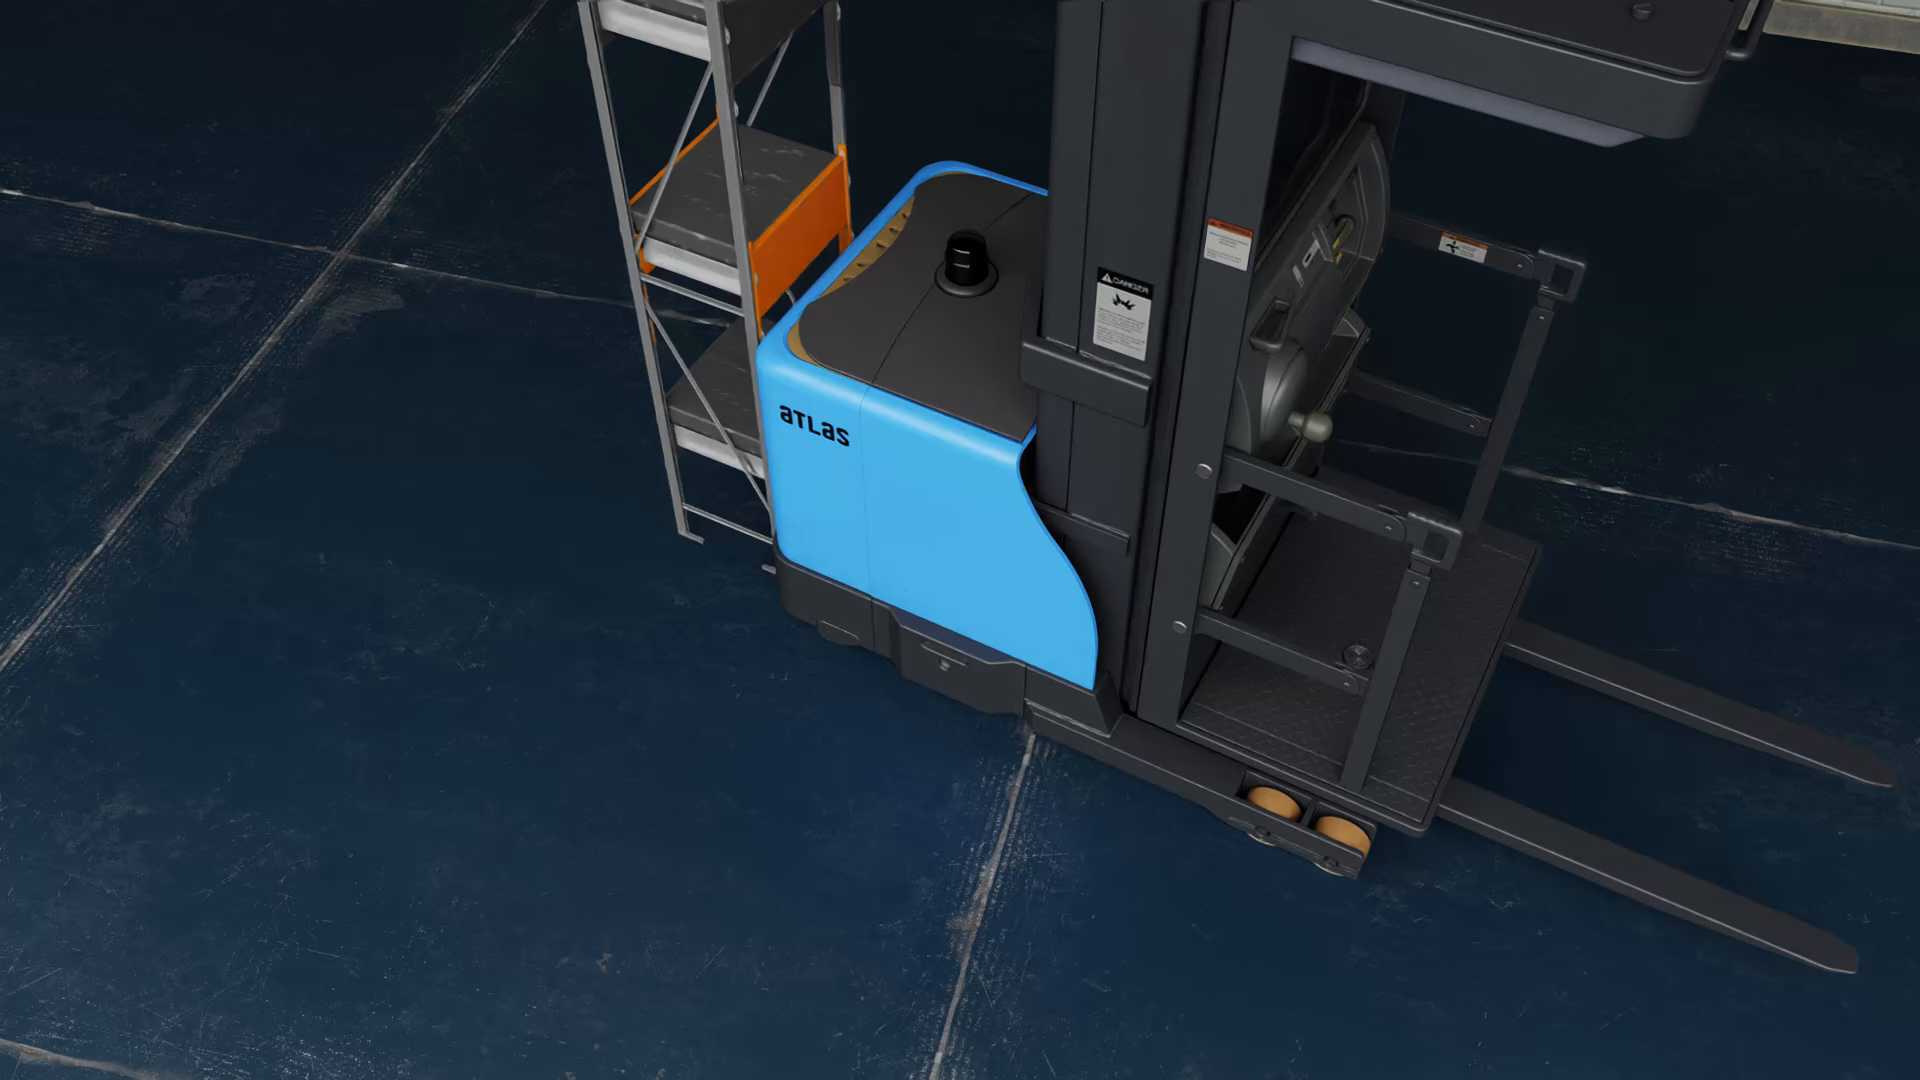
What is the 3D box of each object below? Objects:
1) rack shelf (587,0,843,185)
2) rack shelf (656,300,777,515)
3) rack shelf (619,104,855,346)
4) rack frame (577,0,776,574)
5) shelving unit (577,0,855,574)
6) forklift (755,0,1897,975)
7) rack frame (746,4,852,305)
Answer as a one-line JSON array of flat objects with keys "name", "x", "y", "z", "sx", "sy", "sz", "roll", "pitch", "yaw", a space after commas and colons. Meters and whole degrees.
[{"name": "rack shelf", "x": -0.598, "y": -1.265, "z": 4.051, "sx": 0.431, "sy": 0.518, "sz": 0.480, "roll": 21, "pitch": 52, "yaw": 18}, {"name": "rack shelf", "x": -0.598, "y": -0.339, "z": 5.100, "sx": 0.431, "sy": 0.518, "sz": 0.480, "roll": 21, "pitch": 52, "yaw": 18}, {"name": "rack shelf", "x": -0.598, "y": -0.802, "z": 4.576, "sx": 0.431, "sy": 0.518, "sz": 0.480, "roll": 21, "pitch": 52, "yaw": 18}, {"name": "rack frame", "x": -0.711, "y": -0.649, "z": 4.422, "sx": 0.400, "sy": 2.100, "sz": 0.015, "roll": 21, "pitch": 52, "yaw": 18}, {"name": "shelving unit", "x": -0.598, "y": -0.811, "z": 4.565, "sx": 0.431, "sy": 2.100, "sz": 0.503, "roll": 21, "pitch": 52, "yaw": 18}, {"name": "forklift", "x": 0.998, "y": -0.533, "z": 3.765, "sx": 3.031, "sy": 2.935, "sz": 1.130, "roll": 22, "pitch": 52, "yaw": 18}, {"name": "rack frame", "x": -0.484, "y": -0.973, "z": 4.708, "sx": 0.400, "sy": 2.100, "sz": 0.015, "roll": 21, "pitch": 52, "yaw": 18}]
